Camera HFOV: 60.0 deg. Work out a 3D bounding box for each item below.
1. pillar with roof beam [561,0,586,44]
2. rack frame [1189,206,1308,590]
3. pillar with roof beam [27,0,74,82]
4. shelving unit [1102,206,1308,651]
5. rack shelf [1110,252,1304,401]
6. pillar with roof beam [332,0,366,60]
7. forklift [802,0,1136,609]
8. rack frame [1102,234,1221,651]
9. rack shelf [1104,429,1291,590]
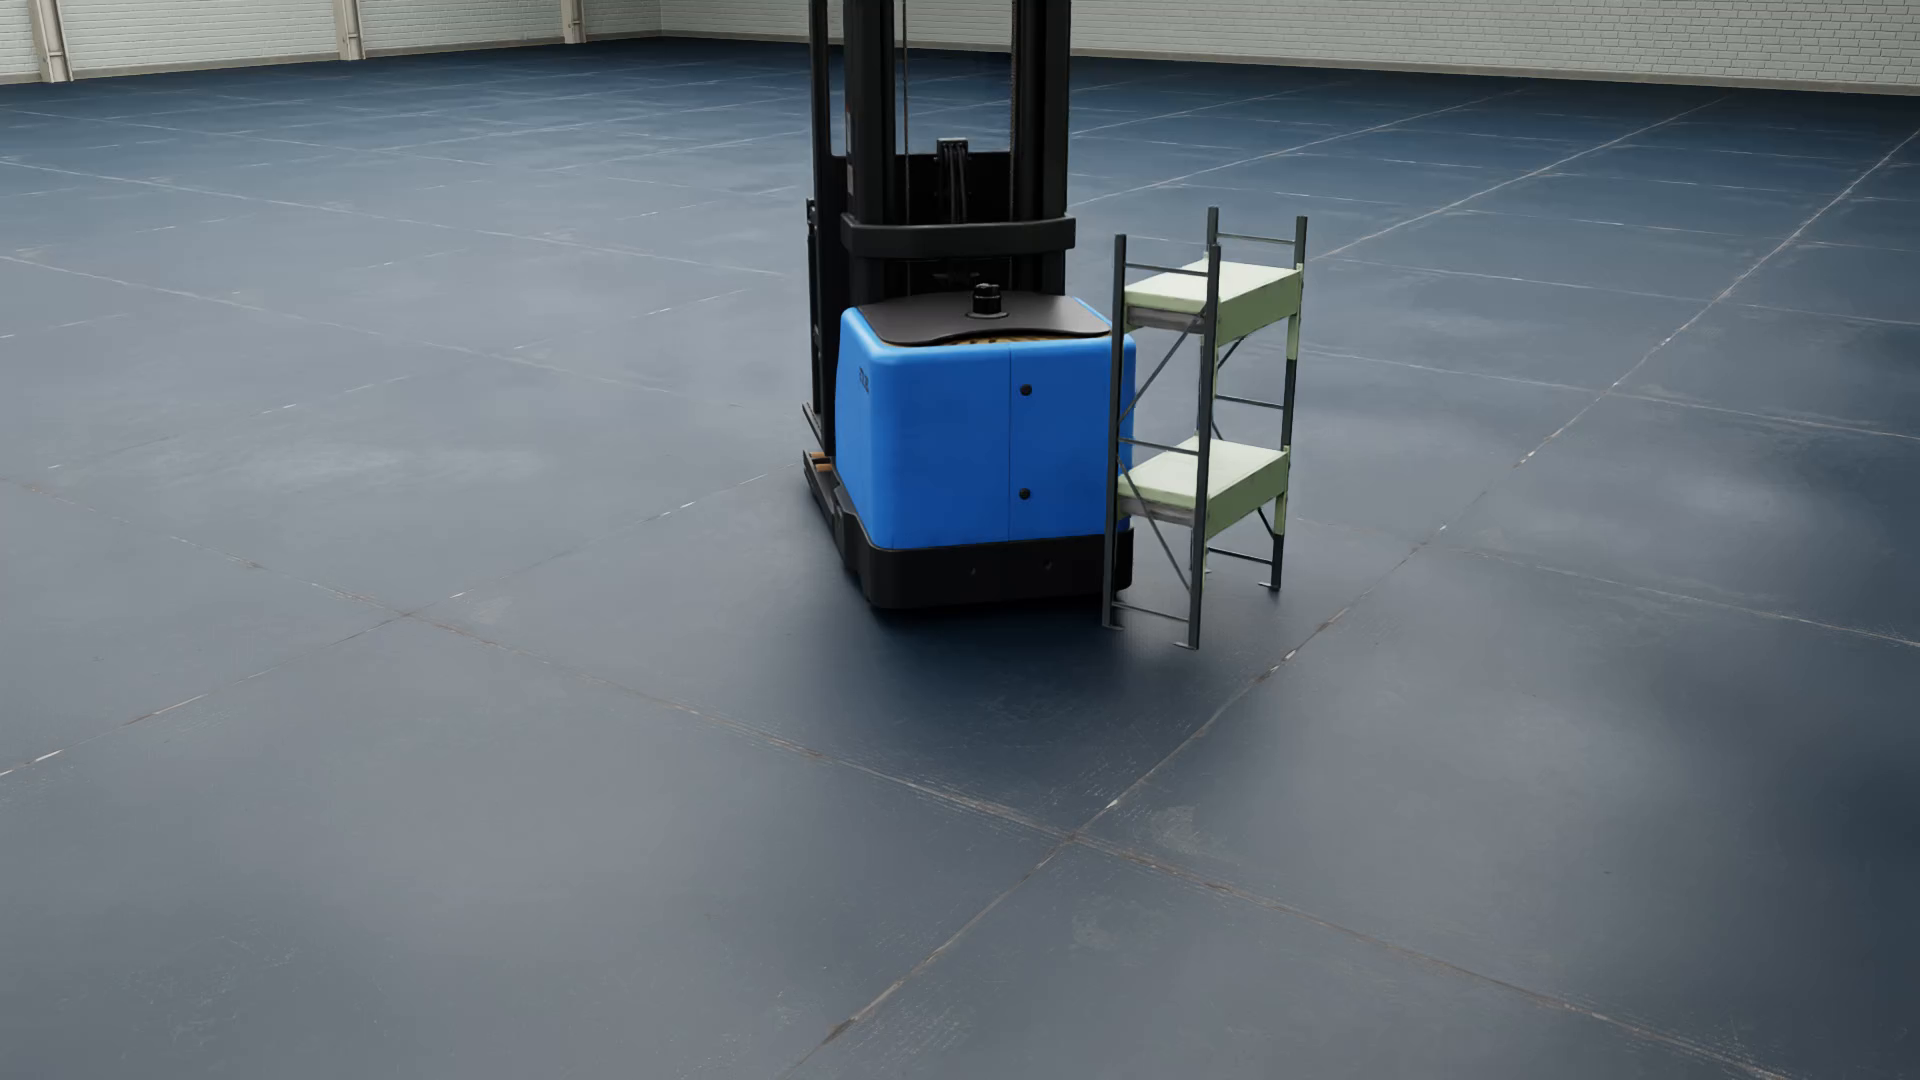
[{"bbox_3d":[-5.213,-14.716,34.077,9.100,9.000,0.400,13,24,32],"label":"pillar with roof beam"},{"bbox_3d":[1.127,-0.544,6.573,0.400,1.500,0.023,13,24,32],"label":"rack frame"},{"bbox_3d":[-11.959,-11.273,24.769,9.100,9.000,0.400,13,24,32],"label":"pillar with roof beam"},{"bbox_3d":[0.921,-0.439,6.289,0.431,1.500,0.755,13,24,32],"label":"shelving unit"},{"bbox_3d":[0.922,-0.805,6.153,0.431,0.370,0.720,13,24,32],"label":"rack shelf"},{"bbox_3d":[-8.586,-12.994,29.423,9.100,9.000,0.400,13,24,32],"label":"pillar with roof beam"},{"bbox_3d":[-0.133,-1.587,7.330,1.130,2.935,3.031,-4,21,-12],"label":"forklift"},{"bbox_3d":[0.715,-0.334,6.005,0.400,1.500,0.023,13,24,32],"label":"rack frame"},{"bbox_3d":[0.921,-0.133,6.402,0.431,0.370,0.720,13,24,32],"label":"rack shelf"}]
